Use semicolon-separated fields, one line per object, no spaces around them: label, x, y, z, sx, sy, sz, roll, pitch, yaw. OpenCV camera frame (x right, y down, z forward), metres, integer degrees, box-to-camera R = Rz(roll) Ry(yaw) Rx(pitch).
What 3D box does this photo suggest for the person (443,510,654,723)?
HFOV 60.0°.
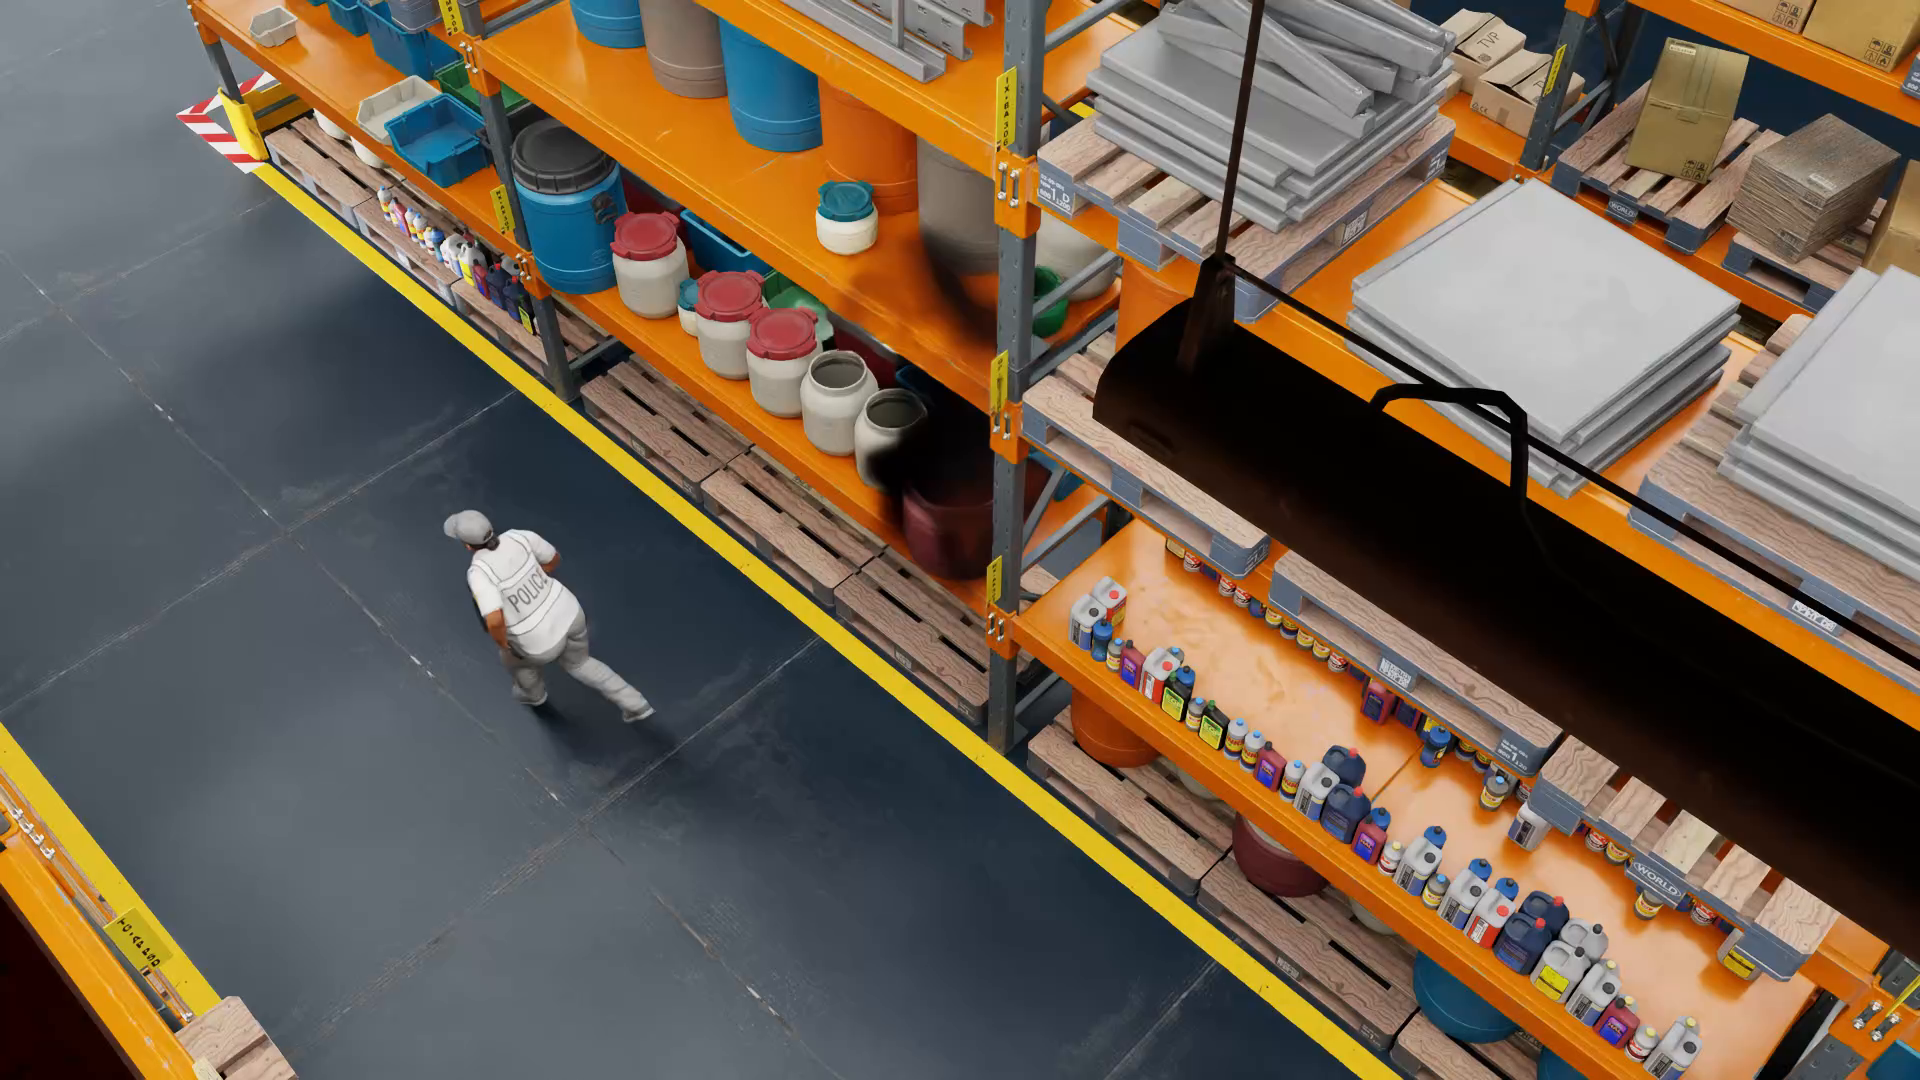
person;-2.195;0.528;8.947;1.024;1.626;0.642;16;52;13
